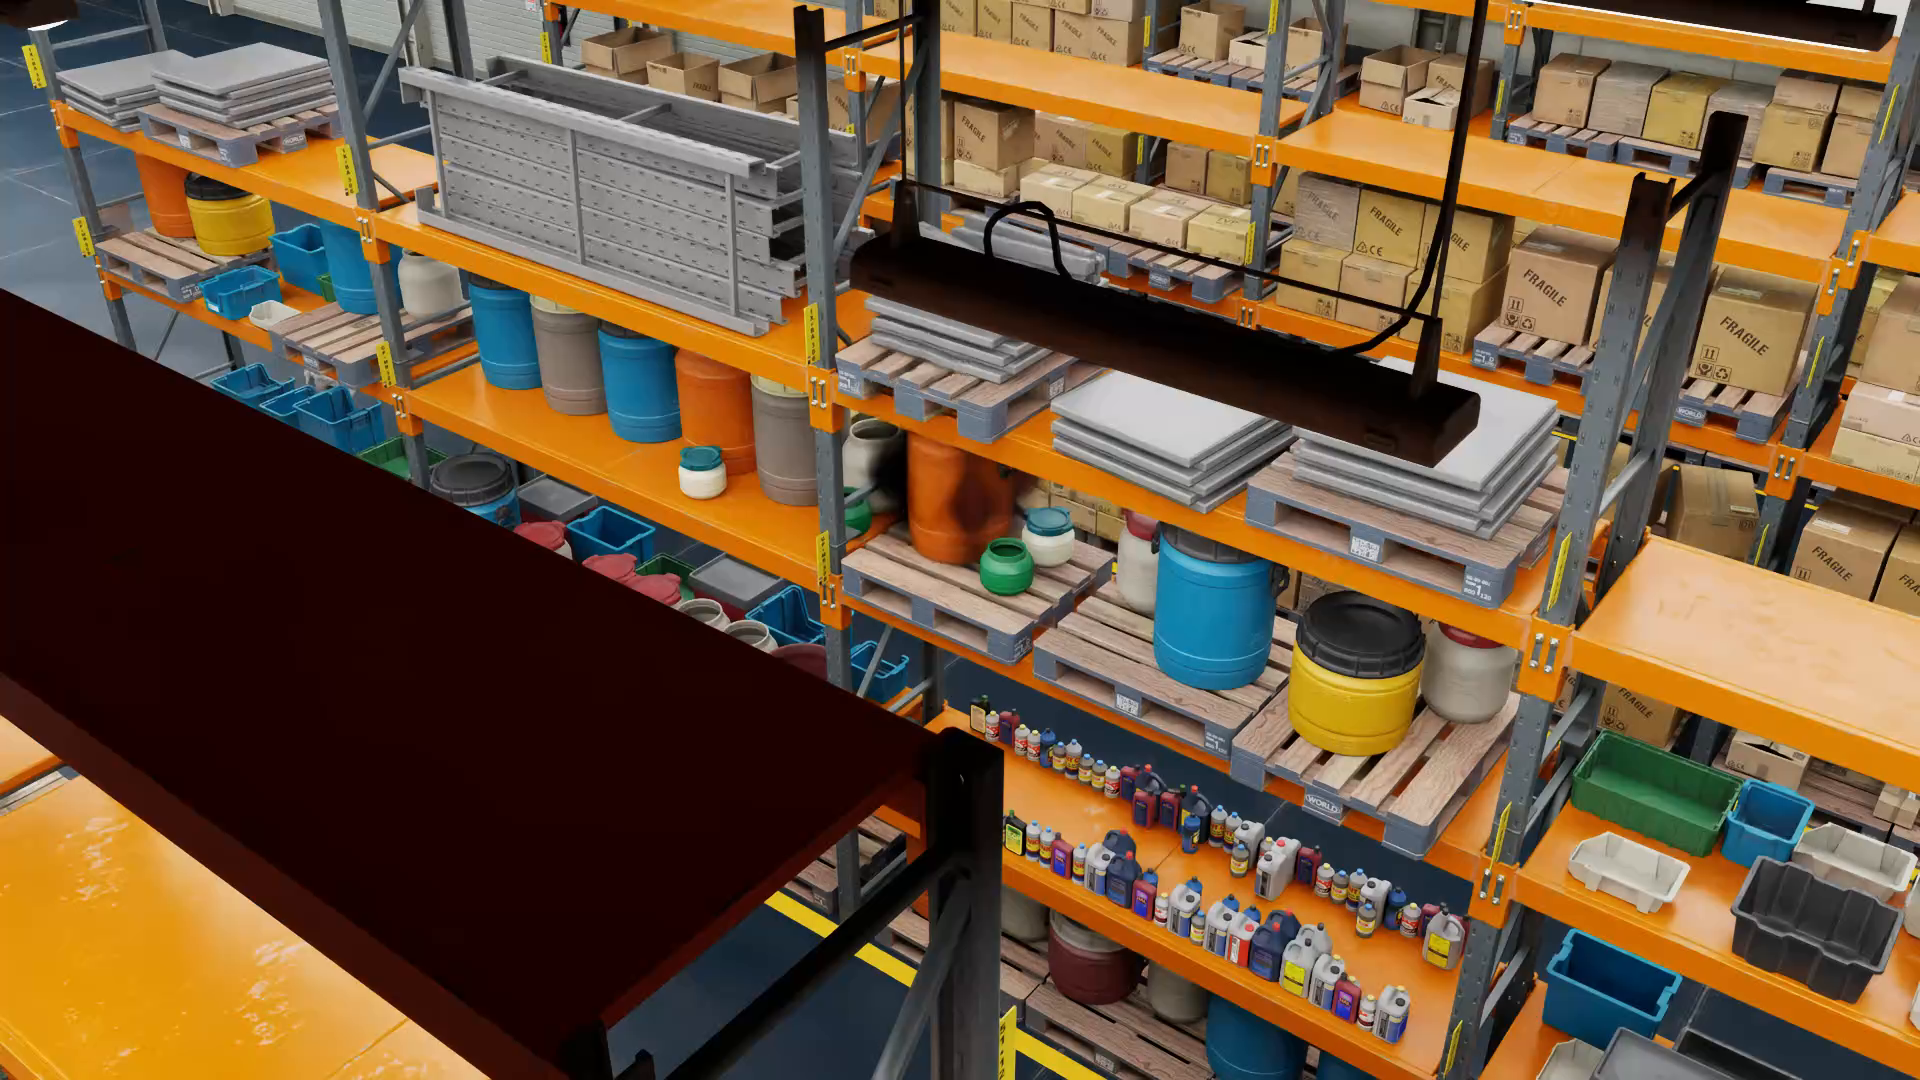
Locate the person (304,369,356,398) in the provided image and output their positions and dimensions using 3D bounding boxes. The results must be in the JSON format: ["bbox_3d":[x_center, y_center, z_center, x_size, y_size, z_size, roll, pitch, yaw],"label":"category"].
[{"bbox_3d":[-6.165,-1.562,16.273,0.566,1.726,0.345,9,33,14],"label":"person"}]
